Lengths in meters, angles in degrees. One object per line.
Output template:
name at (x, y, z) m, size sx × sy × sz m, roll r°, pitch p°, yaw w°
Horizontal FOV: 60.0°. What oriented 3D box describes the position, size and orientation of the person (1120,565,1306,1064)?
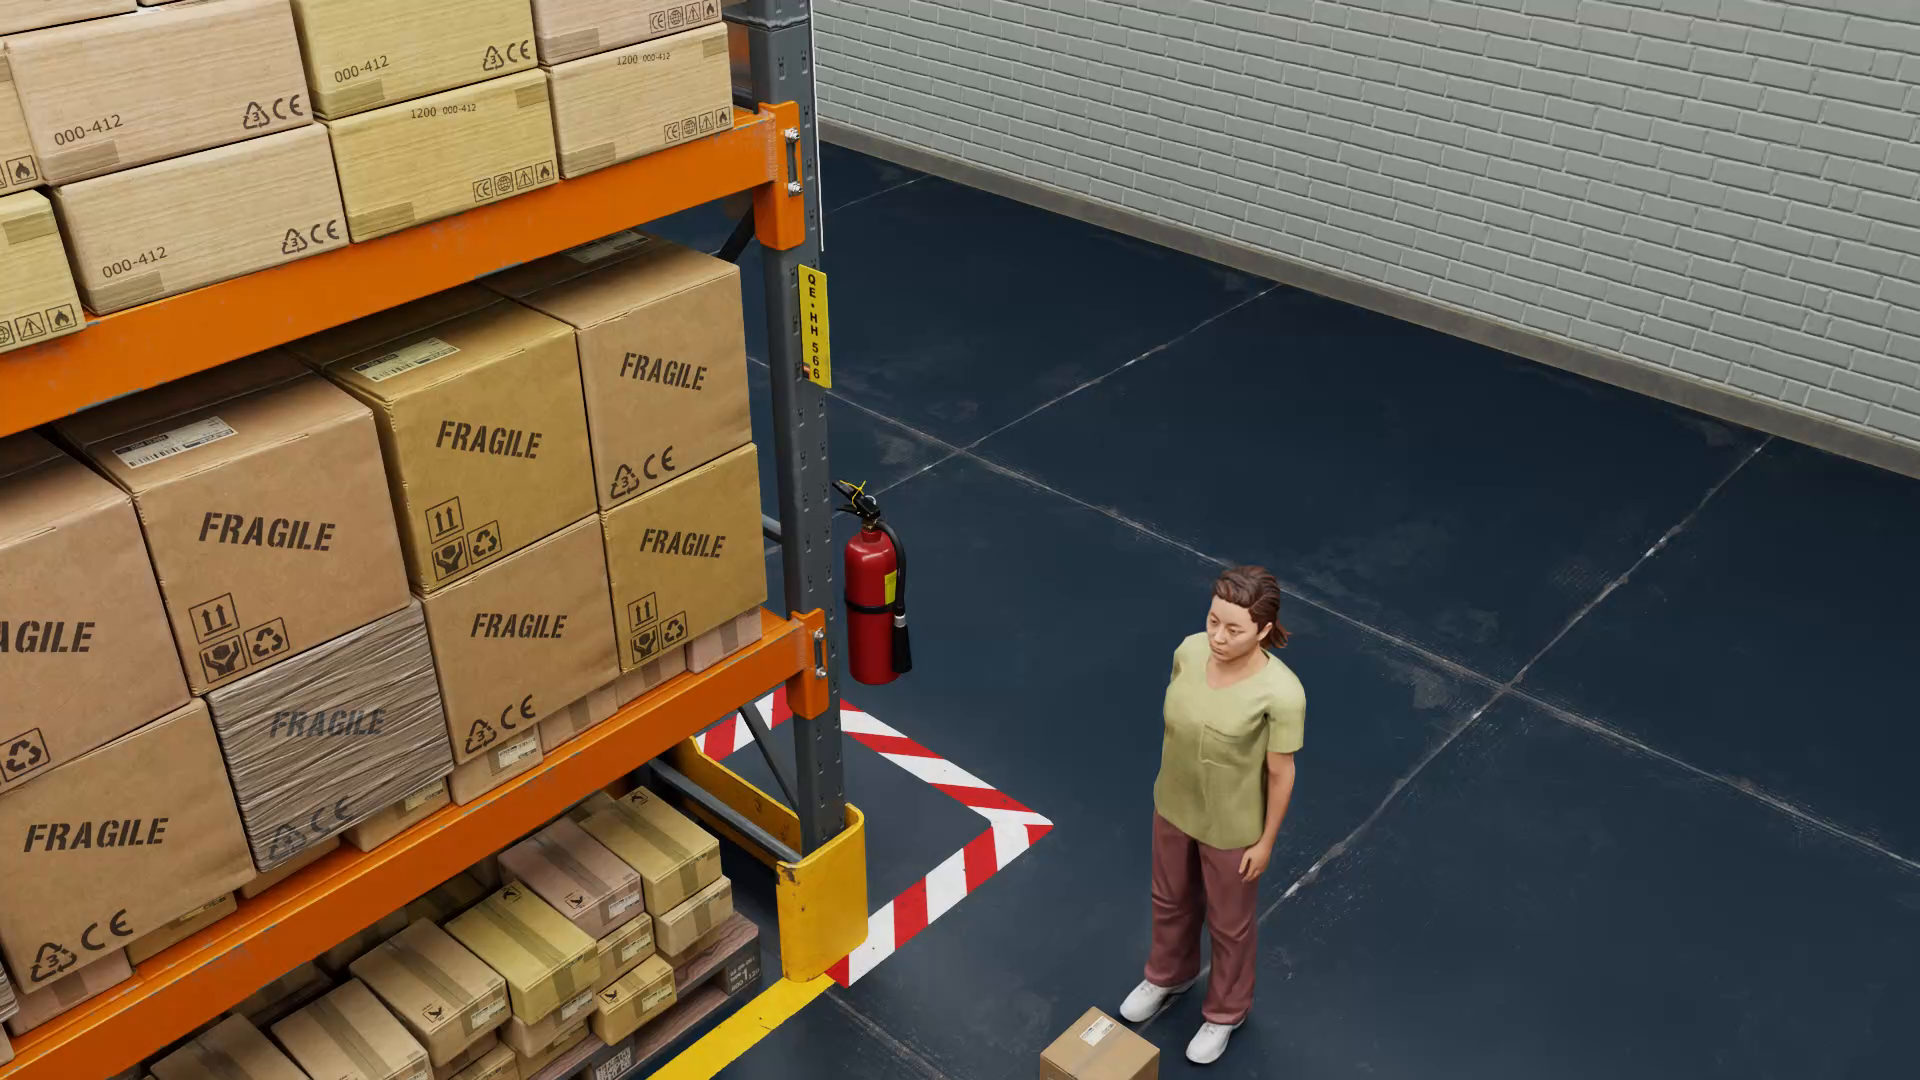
person at (0.742, 0.810, 4.834) m, size 0.440 × 1.656 × 0.341 m, roll 27°, pitch 40°, yaw 36°
